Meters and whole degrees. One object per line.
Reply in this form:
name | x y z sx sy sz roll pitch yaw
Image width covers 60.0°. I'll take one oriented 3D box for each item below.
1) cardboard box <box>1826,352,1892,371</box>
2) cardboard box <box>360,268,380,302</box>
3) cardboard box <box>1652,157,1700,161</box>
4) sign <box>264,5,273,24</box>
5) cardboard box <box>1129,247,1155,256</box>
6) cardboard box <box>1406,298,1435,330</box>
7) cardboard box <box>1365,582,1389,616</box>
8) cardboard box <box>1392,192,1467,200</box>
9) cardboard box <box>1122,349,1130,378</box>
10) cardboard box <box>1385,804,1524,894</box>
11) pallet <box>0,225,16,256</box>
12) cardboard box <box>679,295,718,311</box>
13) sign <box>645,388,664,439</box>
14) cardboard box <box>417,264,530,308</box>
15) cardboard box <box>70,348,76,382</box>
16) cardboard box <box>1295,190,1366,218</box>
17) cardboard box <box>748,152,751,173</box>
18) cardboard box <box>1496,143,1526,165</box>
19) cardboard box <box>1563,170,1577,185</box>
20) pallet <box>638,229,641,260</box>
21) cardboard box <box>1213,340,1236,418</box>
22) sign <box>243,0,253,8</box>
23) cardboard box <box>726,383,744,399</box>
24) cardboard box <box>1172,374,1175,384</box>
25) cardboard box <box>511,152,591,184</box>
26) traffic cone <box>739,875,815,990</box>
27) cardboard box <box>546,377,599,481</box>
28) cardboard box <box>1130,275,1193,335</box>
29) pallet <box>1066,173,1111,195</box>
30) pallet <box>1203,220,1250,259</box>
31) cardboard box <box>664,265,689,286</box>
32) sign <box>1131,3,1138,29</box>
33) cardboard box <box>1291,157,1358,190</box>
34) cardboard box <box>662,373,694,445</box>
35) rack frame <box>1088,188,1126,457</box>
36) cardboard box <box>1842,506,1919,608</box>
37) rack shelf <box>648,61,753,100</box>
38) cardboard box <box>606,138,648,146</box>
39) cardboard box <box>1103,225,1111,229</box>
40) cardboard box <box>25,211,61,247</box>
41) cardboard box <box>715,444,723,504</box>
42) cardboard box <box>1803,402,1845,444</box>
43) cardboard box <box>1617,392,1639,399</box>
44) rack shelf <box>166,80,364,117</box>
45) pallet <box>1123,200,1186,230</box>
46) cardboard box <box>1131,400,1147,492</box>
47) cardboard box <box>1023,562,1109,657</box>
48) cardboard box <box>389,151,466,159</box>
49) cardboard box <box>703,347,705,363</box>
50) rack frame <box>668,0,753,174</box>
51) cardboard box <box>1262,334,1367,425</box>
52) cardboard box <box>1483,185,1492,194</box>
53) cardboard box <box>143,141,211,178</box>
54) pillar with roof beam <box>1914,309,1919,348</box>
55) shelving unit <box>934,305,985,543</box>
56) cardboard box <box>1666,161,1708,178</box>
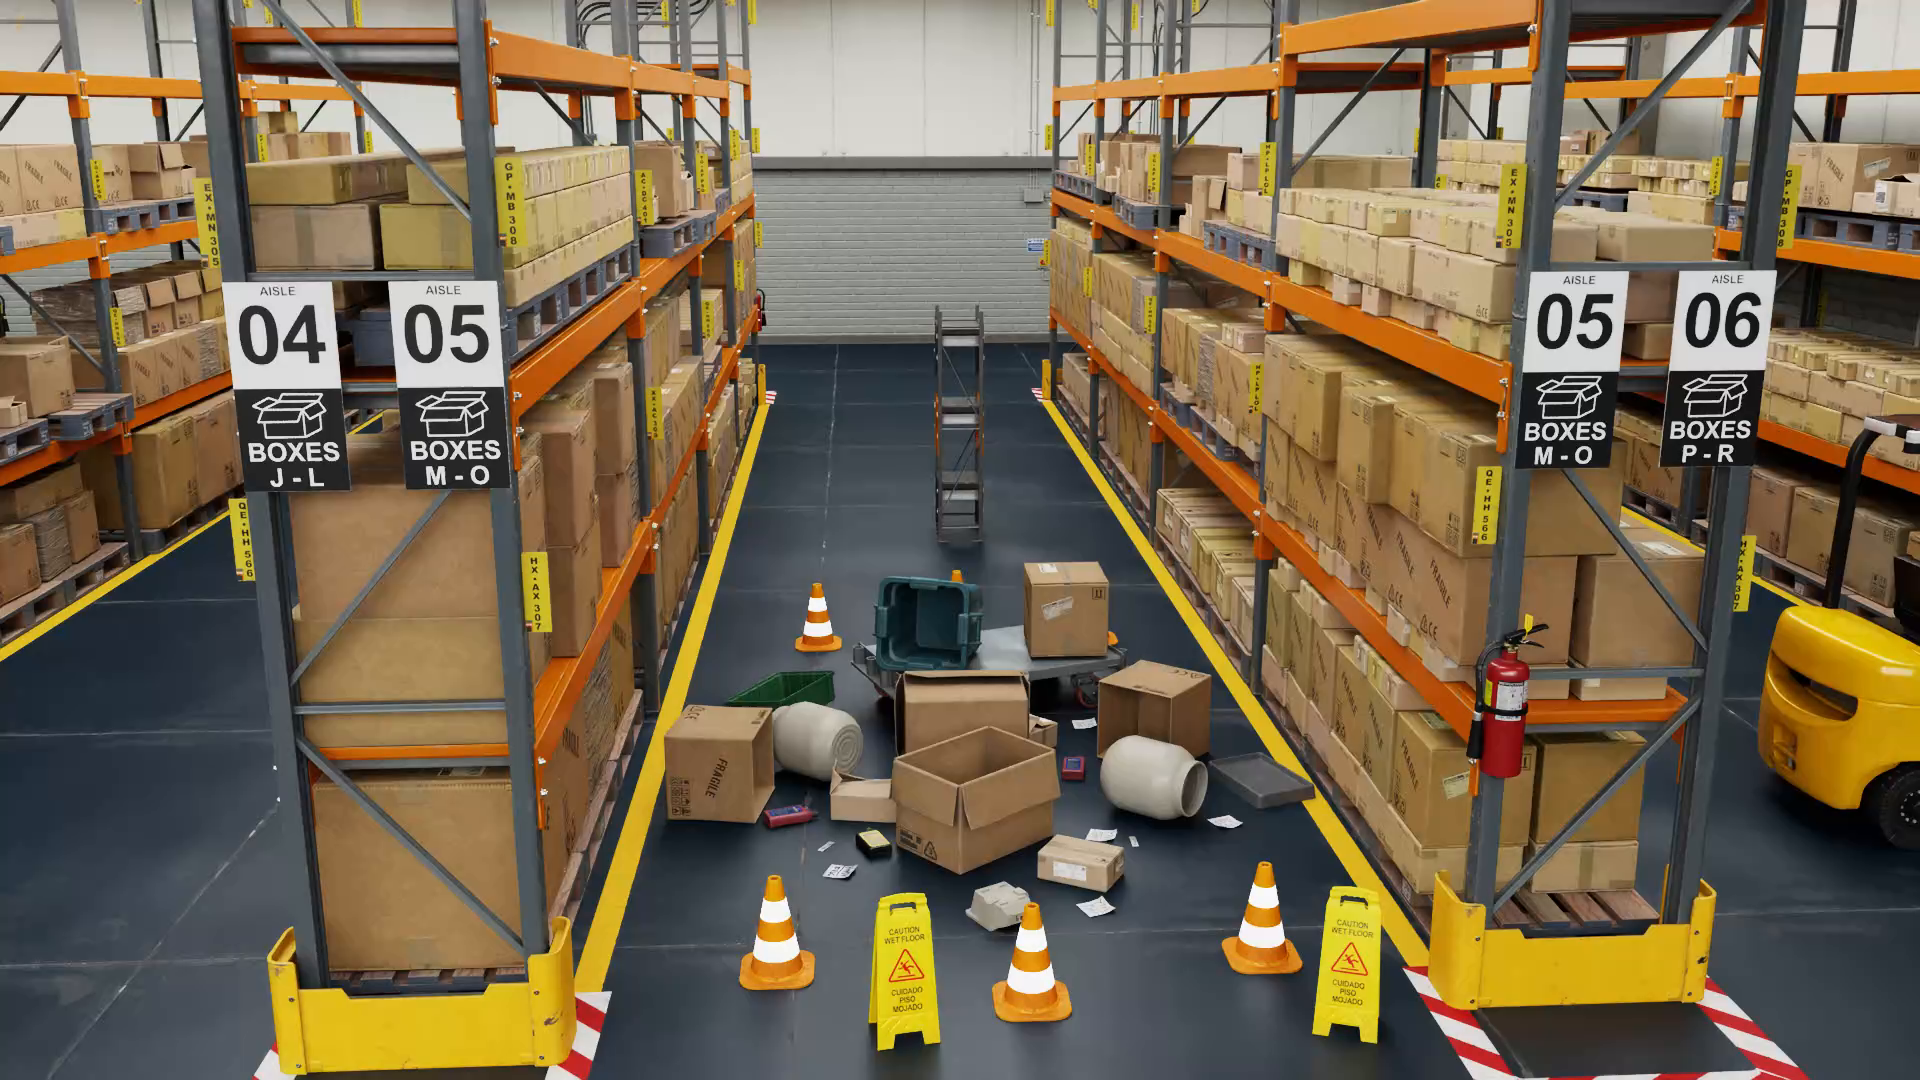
cardboard box | 7.103 -1.393 13.142 0.380 0.149 0.250 -1 14 -3
cardboard box | -2.592 -1.053 6.762 0.380 0.149 0.250 -1 14 -3
cardboard box | 7.184 -3.764 16.705 0.380 0.149 0.250 -1 14 -2
sign | -8.720 -6.685 20.980 0.100 0.325 0.005 -1 14 -3
cardboard box | 2.185 -3.070 18.957 0.500 0.500 0.500 -1 14 -3
cardboard box | 2.373 -1.100 7.990 0.380 0.149 0.250 -1 14 -4
cardboard box | 2.331 0.284 8.632 0.380 0.149 0.250 -1 14 -4
cardboard box | 2.726 -1.938 9.647 0.380 0.149 0.250 -1 14 -2
cardboard box | 1.868 -1.722 16.225 0.500 0.250 0.500 -1 14 -4
cardboard box | 2.396 1.494 8.098 0.500 0.250 0.500 -1 14 -4
pallet | -7.422 -2.048 11.546 1.213 0.211 1.003 -1 14 -3
cardboard box | -2.710 -2.456 17.243 0.380 0.149 0.250 -1 14 -5
sign | -1.912 -0.791 10.408 0.100 0.325 0.005 -1 14 -3
cardboard box | -1.919 -1.003 6.568 0.380 0.149 0.250 -1 14 -3
cardboard box | -7.948 -1.435 14.607 0.500 0.500 0.500 0 14 -2
cardboard box | 2.208 -1.996 9.871 0.380 0.149 0.250 0 14 -2
cardboard box | -2.927 -4.820 21.243 0.500 0.250 0.500 -1 14 -5
cardboard box | 6.615 -4.507 19.429 0.500 0.250 0.500 -1 14 -4
cardboard box | 6.574 -3.805 17.459 0.380 0.149 0.250 -1 14 -3
pallet | -2.572 -1.912 11.025 0.805 0.209 1.217 -1 15 -6
cardboard box | 2.153 -1.185 12.195 0.500 0.500 0.500 0 14 -2
sign | -7.377 -5.670 17.195 0.100 0.325 0.005 -1 14 -3
cardboard box | -2.772 -1.774 19.811 0.380 0.149 0.250 -1 14 -2
cardboard box | 2.055 -1.419 14.406 0.380 0.149 0.250 -2 15 -7
cardboard box | -2.030 -1.830 8.182 0.380 0.149 0.250 -1 14 -3
traffic cone | -0.833 1.745 7.540 0.336 0.463 0.334 -1 14 -3
cardboard box | -2.431 -0.556 8.925 0.875 0.550 0.550 -1 14 -3
cardboard box | 1.888 -2.206 15.595 0.500 0.500 0.500 -1 14 -2
pallet | 1.860 -4.332 20.224 1.003 0.211 1.213 -1 14 -3
pallet | 2.469 -2.201 12.141 1.213 0.211 1.003 -1 14 -3
cardboard box | -3.260 -3.104 18.488 0.500 0.500 0.500 -1 14 -5
sign | 2.268 -6.811 21.630 0.100 0.325 0.005 -1 14 -3
cardboard box | 2.305 -2.394 10.969 0.500 0.250 0.500 -1 14 -2
cardboard box | -2.357 -1.011 12.961 0.500 0.500 0.500 -1 14 -4
rack frame | 1.973 -2.416 18.619 1.000 3.000 0.127 -1 14 -3
cardboard box | 7.339 0.120 12.685 0.875 0.625 0.625 -1 14 -4
rack shelf | -3.085 -5.367 19.500 1.077 0.370 4.000 -1 14 -3
cardboard box | -3.098 -3.607 15.494 0.396 0.266 0.258 -1 14 -3
cardboard box | 2.007 -3.916 20.941 0.380 0.149 0.250 -1 14 -4
cardboard box | -7.352 -2.410 12.879 0.500 0.250 0.500 -1 14 -4
cardboard box | -2.537 -0.617 15.802 0.500 0.500 0.500 -1 14 -3
cardboard box | 7.054 -0.929 13.144 0.500 0.250 0.500 0 14 -2
cardboard box | 7.325 -1.524 18.026 0.380 0.149 0.250 -2 15 -6
rack shelf | -8.042 -5.123 19.349 1.077 0.370 4.000 -1 14 -3
pallet | 2.128 -2.941 15.021 1.213 0.211 1.003 0 14 -1
cardboard box | 2.210 -0.990 16.500 0.875 0.875 0.875 -1 14 -3
cardboard box | 0.694 0.453 10.967 0.500 0.500 0.500 -1 14 -3
cardboard box | -2.702 -1.881 8.382 0.380 0.149 0.250 -1 14 -4
cardboard box | -2.592 -1.716 15.562 0.380 0.149 0.250 0 14 -1
rack frame | -3.209 -6.214 21.343 1.000 3.000 0.127 -1 14 -3
cardboard box | 2.279 -0.990 10.274 0.700 0.500 0.500 -1 14 -4
cardboard box | 6.570 -4.228 20.146 0.380 0.149 0.250 -1 14 -3
cardboard box | -7.872 -3.823 17.026 0.700 0.500 0.500 -1 14 -2
pillar with roof beam | 3.858 -4.027 12.842 9.100 9.000 0.400 -1 14 -3
shelving unit | -0.010 -1.058 15.148 0.431 2.100 0.503 -1 14 -3
cardboard box | 6.907 -3.493 15.690 0.380 0.149 0.250 -1 14 -4
